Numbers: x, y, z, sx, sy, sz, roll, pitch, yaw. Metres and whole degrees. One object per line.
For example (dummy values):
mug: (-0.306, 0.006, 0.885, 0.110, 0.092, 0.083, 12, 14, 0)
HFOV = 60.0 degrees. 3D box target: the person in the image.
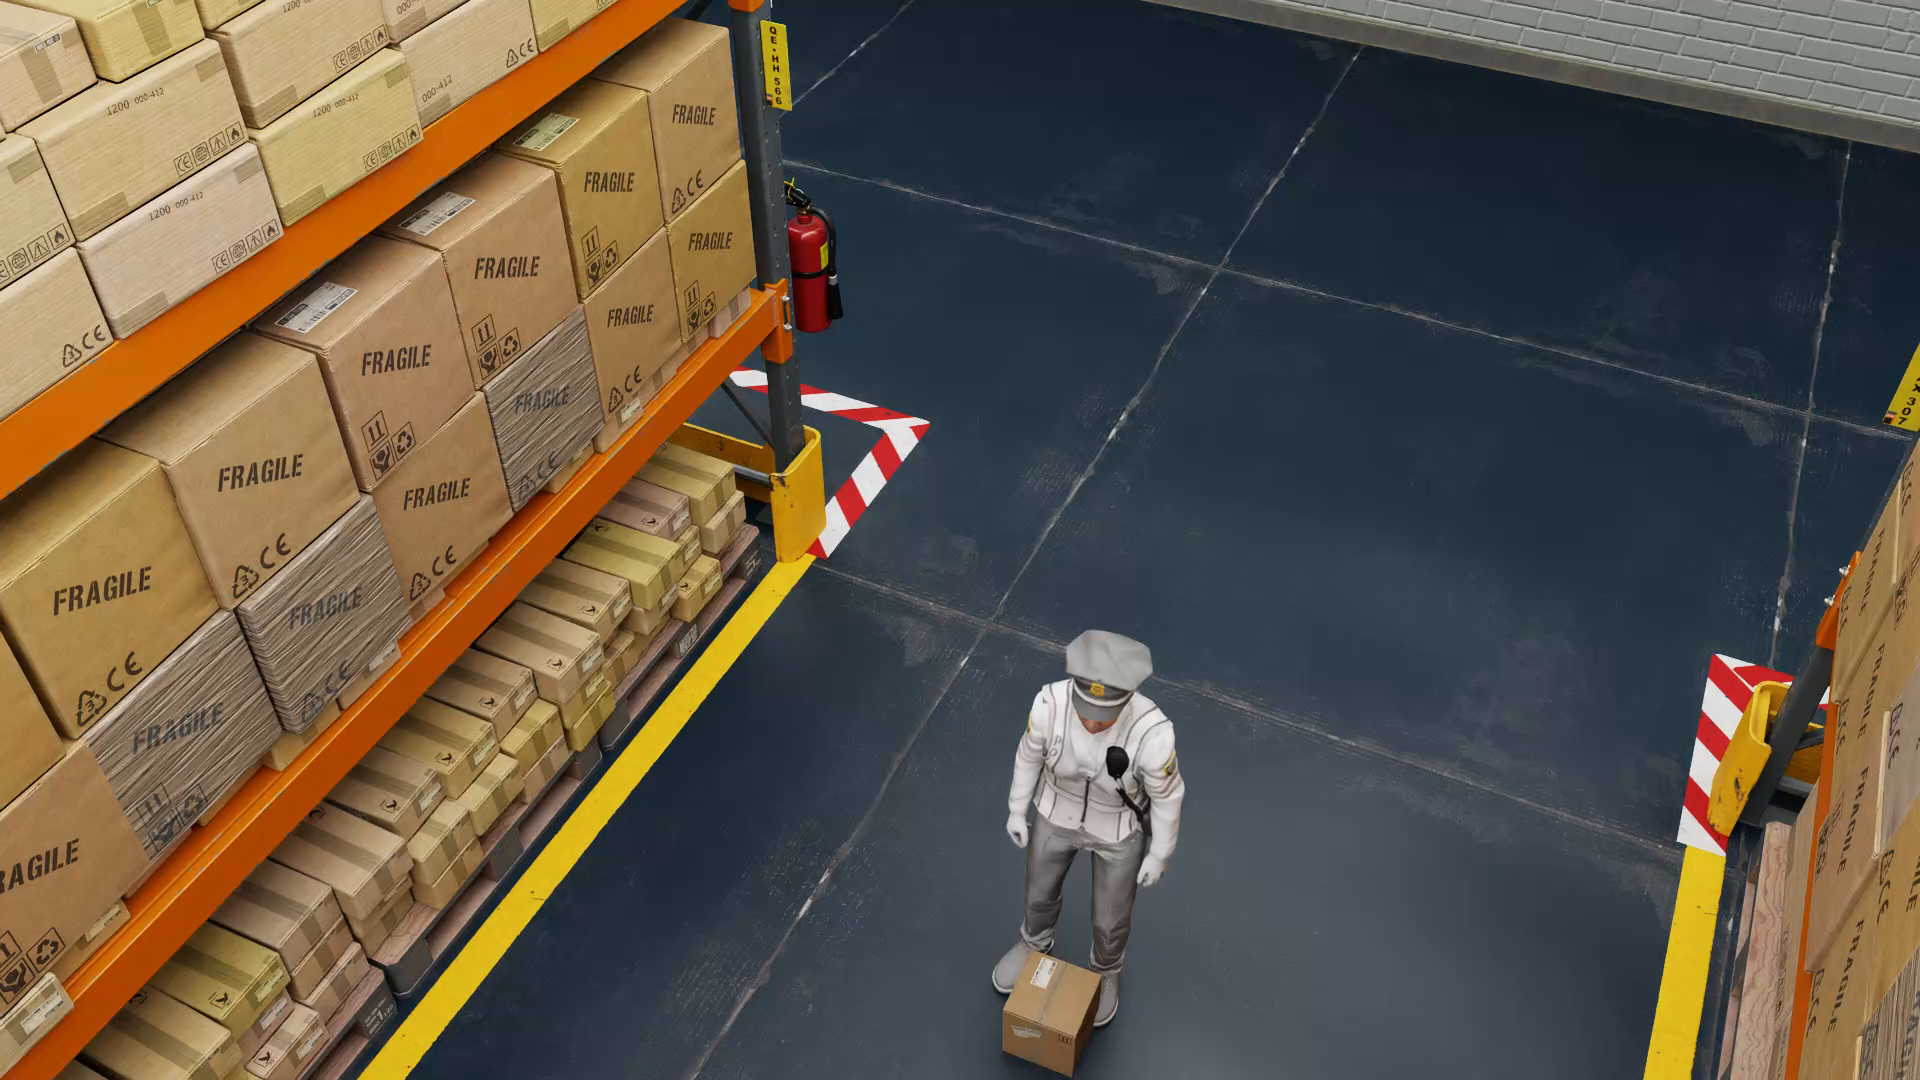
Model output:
person: (0.405, 0.892, 5.173, 0.547, 1.667, 0.369, 15, 44, 16)
